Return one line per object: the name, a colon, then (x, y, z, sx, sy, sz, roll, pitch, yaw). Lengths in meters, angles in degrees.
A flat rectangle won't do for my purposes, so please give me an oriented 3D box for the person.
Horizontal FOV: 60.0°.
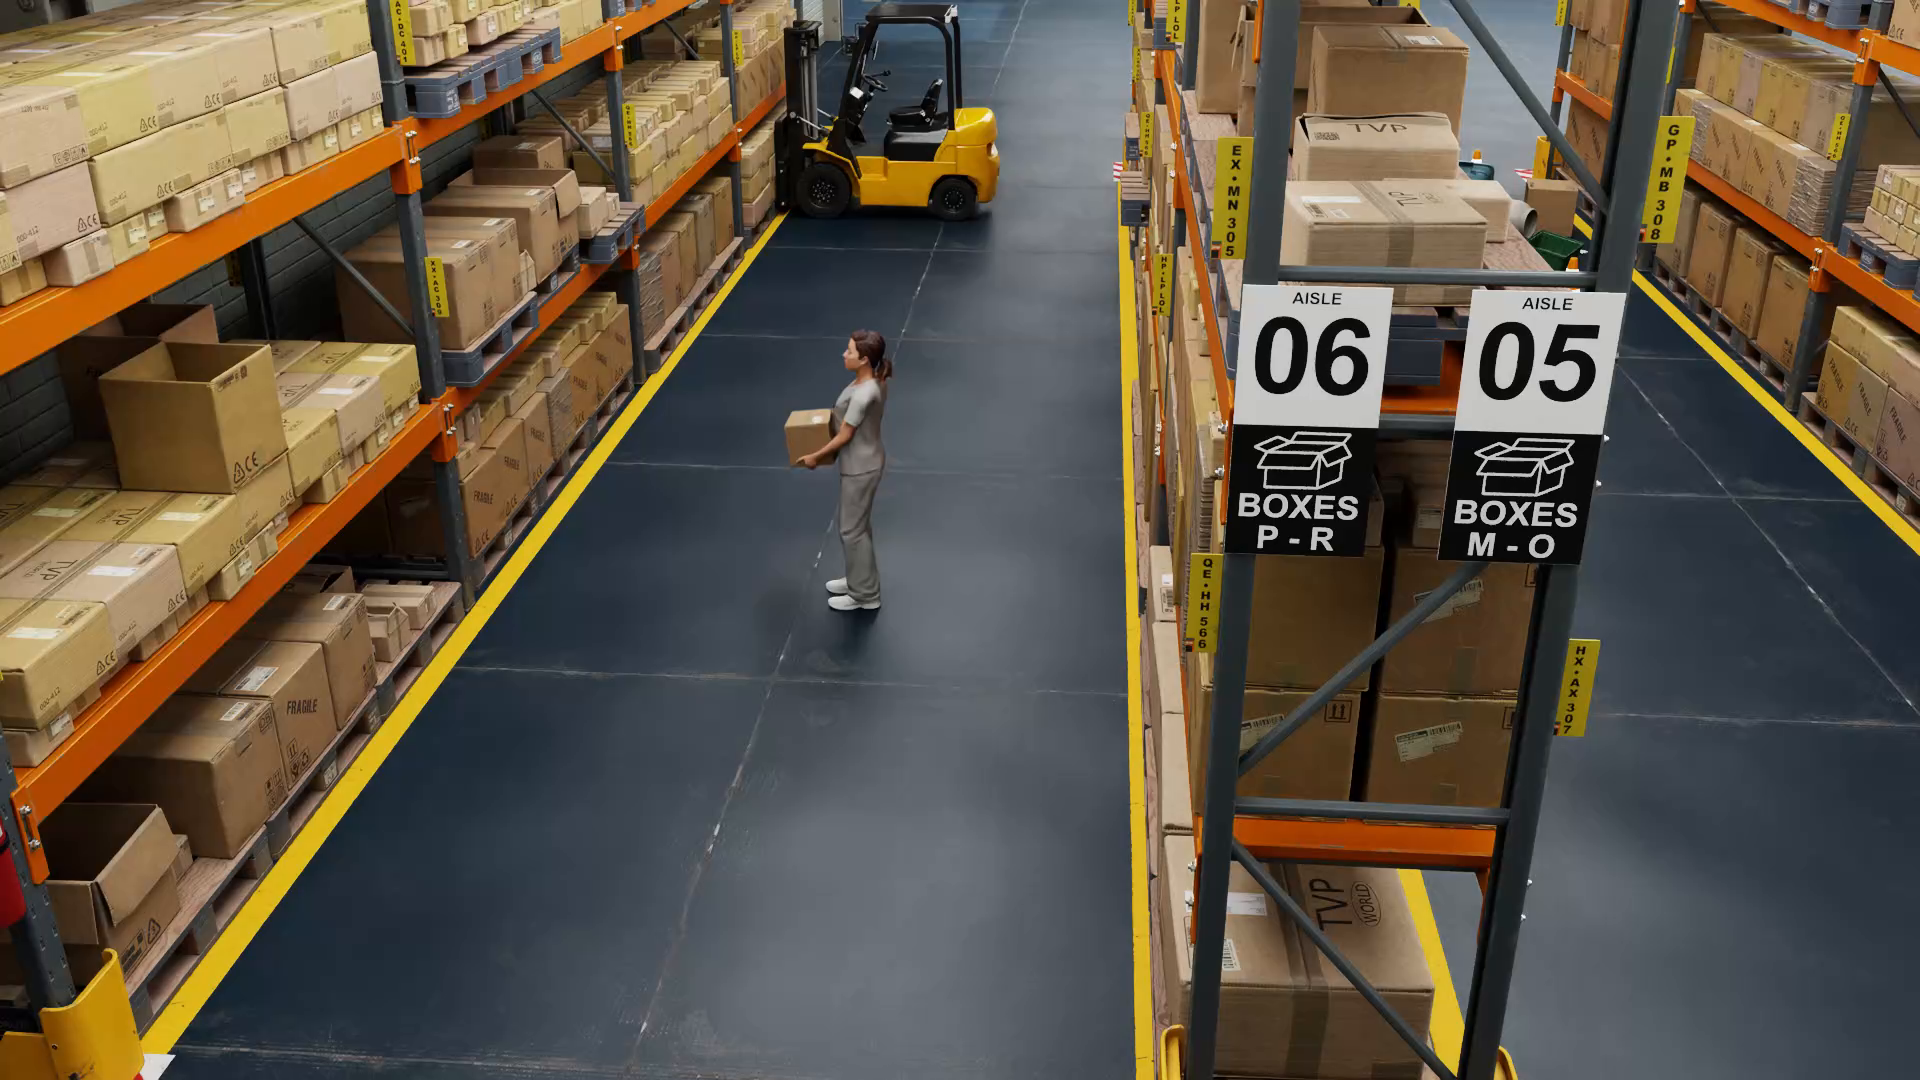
person: (-0.639, -0.407, 9.509, 0.554, 1.666, 0.436, 2, 25, 5)
